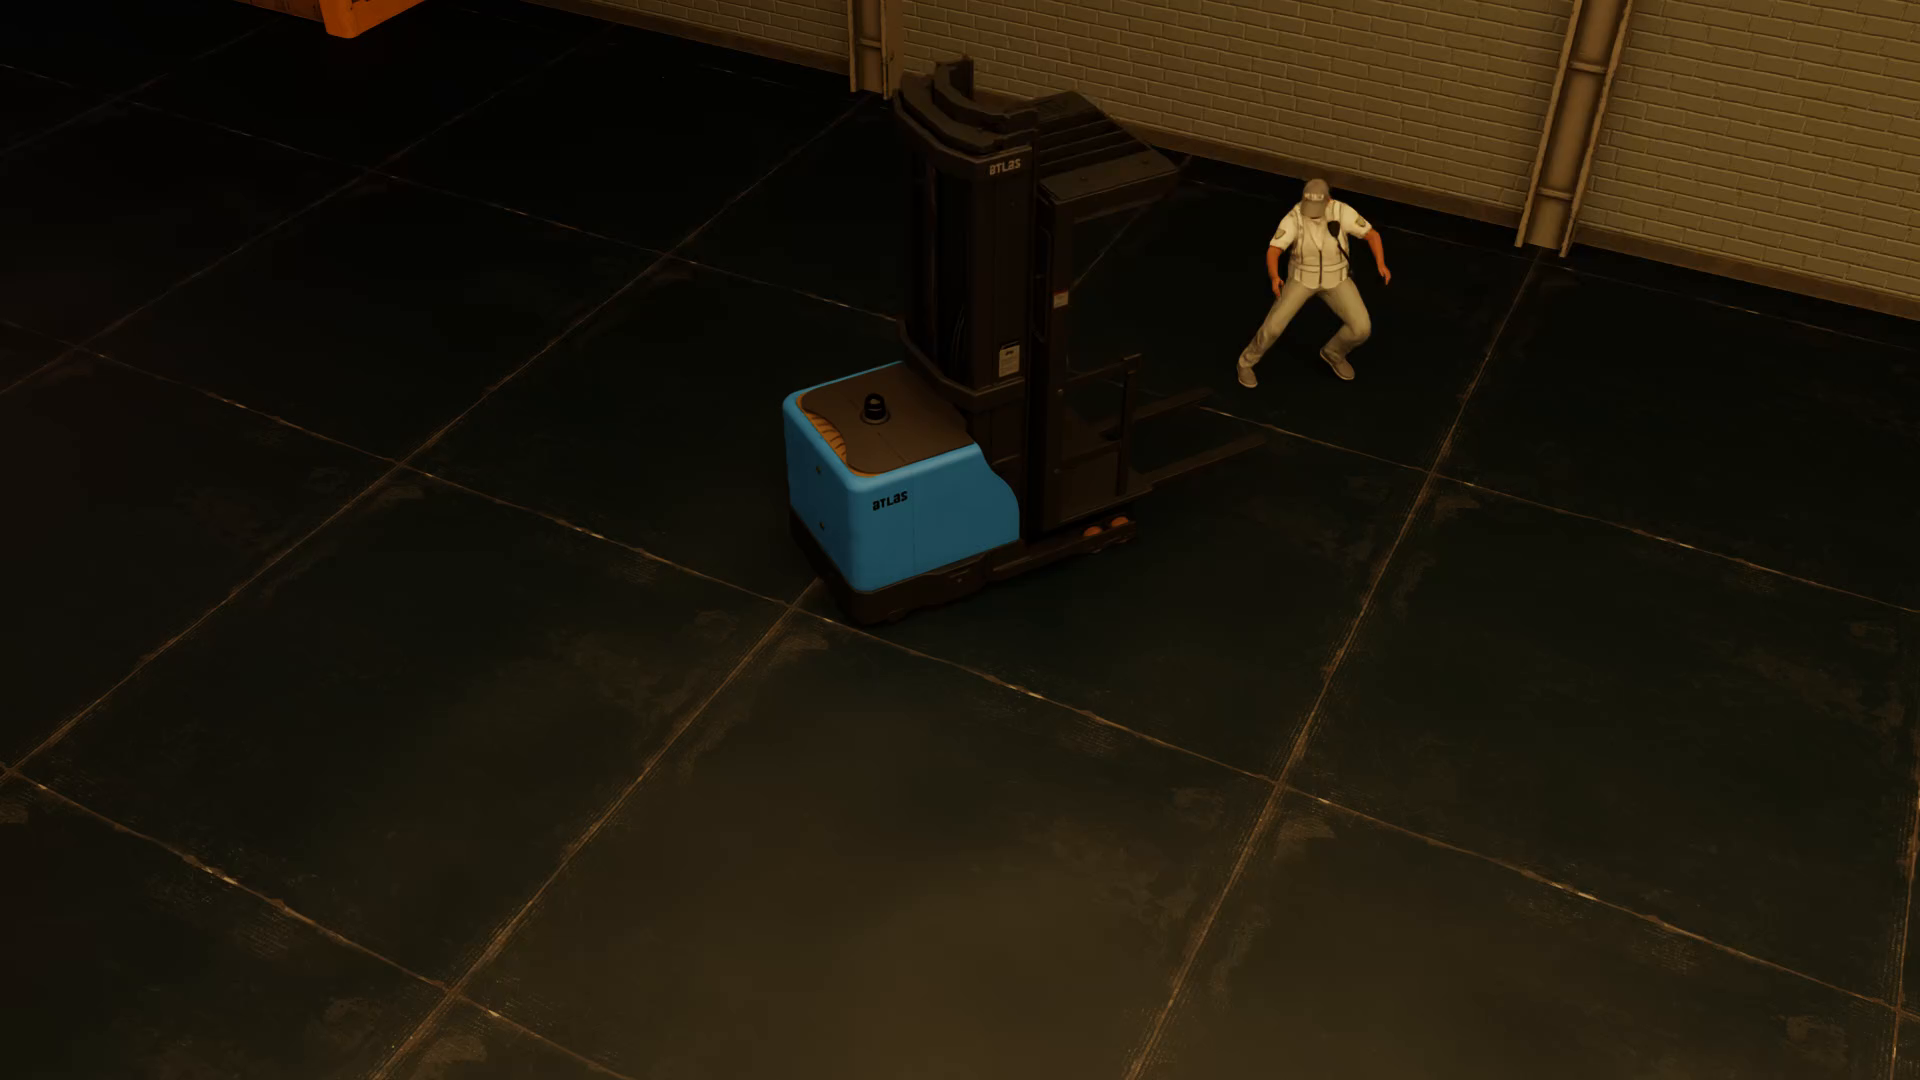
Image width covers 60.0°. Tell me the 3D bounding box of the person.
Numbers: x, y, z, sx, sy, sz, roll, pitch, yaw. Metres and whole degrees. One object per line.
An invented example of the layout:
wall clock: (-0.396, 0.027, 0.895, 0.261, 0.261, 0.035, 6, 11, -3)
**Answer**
person: (2.388, -1.700, 11.140, 0.908, 1.463, 0.726, 5, 40, 6)

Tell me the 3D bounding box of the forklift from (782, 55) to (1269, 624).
forklift: (0.501, -1.319, 9.552, 3.031, 2.935, 1.130, -19, 44, -21)
